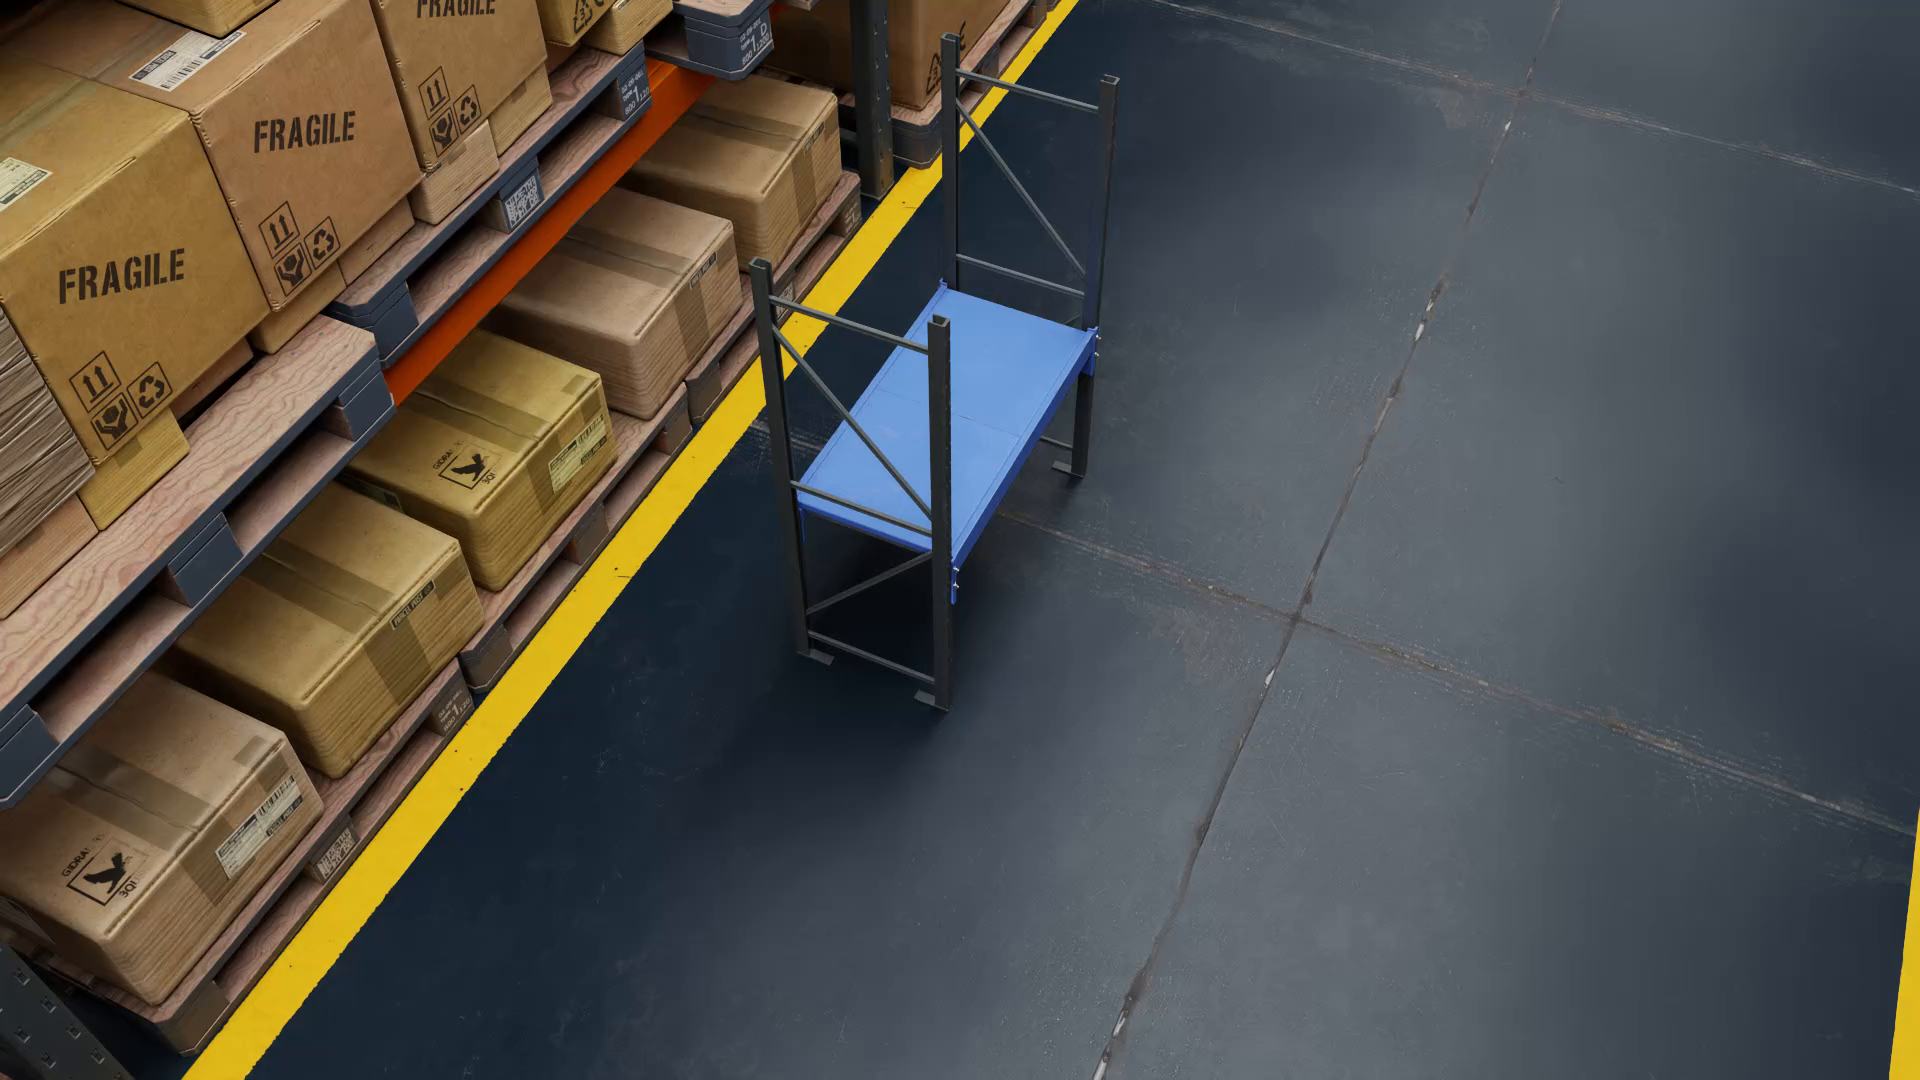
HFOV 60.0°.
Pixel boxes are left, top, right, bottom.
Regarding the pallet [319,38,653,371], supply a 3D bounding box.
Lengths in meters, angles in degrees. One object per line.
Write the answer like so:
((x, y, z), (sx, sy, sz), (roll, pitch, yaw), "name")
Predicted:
((-1.539, -1.025, 4.278), (1.003, 0.211, 1.213), (20, 52, 16), "pallet")

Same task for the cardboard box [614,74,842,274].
((-0.981, -1.362, 5.889), (0.950, 0.372, 0.625), (17, 52, 14), "cardboard box")

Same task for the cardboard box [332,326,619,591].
((-1.618, -0.331, 5.012), (0.950, 0.372, 0.625), (21, 53, 17), "cardboard box")

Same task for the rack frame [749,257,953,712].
((-0.254, -0.077, 4.331), (0.500, 1.500, 0.032), (20, 52, 16), "rack frame")

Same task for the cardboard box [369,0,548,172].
((-1.333, -1.242, 3.800), (0.500, 0.500, 0.500), (18, 52, 15), "cardboard box")

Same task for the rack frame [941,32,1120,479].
((0.181, -0.777, 4.927), (0.500, 1.500, 0.032), (20, 52, 16), "rack frame")

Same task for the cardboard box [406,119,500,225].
((-1.336, -0.930, 3.961), (0.380, 0.149, 0.250), (22, 53, 17), "cardboard box")

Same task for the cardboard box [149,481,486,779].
((-1.913, 0.148, 4.604), (0.950, 0.372, 0.625), (23, 53, 18), "cardboard box")

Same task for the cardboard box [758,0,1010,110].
((-0.360, -2.360, 6.408), (0.875, 0.875, 0.875), (19, 52, 16), "cardboard box")

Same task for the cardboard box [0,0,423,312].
((-1.543, -0.885, 3.496), (0.500, 0.500, 0.500), (20, 52, 16), "cardboard box")

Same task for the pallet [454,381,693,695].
((-1.588, -0.185, 5.269), (1.003, 0.211, 1.213), (20, 52, 16), "pallet")

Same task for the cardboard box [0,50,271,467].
((-1.766, -0.549, 3.211), (0.500, 0.500, 0.500), (20, 52, 16), "cardboard box")

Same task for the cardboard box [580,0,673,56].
((-0.994, -1.455, 4.408), (0.380, 0.149, 0.250), (21, 53, 17), "cardboard box")

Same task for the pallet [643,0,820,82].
((-0.939, -1.876, 5.003), (1.213, 0.211, 1.003), (20, 52, 16), "pallet")

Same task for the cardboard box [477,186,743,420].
((-1.289, -0.851, 5.455), (0.950, 0.372, 0.625), (19, 52, 15), "cardboard box")

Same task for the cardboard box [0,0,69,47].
((-2.013, -1.062, 3.647), (0.500, 0.500, 0.500), (21, 53, 17), "cardboard box")

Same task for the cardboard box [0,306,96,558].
((-1.980, -0.203, 2.917), (0.500, 0.500, 0.500), (21, 53, 17), "cardboard box")

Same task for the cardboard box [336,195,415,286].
((-1.496, -0.764, 3.820), (0.380, 0.149, 0.250), (20, 53, 16), "cardboard box")

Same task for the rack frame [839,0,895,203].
((-0.730, -2.463, 5.377), (1.000, 3.000, 0.127), (20, 52, 16), "rack frame")

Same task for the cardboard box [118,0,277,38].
((-1.548, -1.175, 3.317), (0.380, 0.149, 0.250), (23, 53, 18), "cardboard box")

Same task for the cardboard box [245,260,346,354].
((-1.603, -0.594, 3.675), (0.380, 0.149, 0.250), (21, 53, 17), "cardboard box")

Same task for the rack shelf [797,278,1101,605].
((-0.036, -0.311, 4.766), (0.538, 0.185, 1.000), (20, 52, 16), "rack shelf")

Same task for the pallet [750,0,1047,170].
((-0.326, -2.078, 6.880), (1.003, 0.211, 1.213), (20, 52, 16), "pallet")

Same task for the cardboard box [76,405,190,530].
((-1.803, -0.211, 3.349), (0.380, 0.149, 0.250), (21, 53, 17), "cardboard box")

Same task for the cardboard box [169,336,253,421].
((-1.751, -0.431, 3.536), (0.380, 0.149, 0.250), (23, 53, 18), "cardboard box")

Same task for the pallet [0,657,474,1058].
((-2.108, 0.658, 4.552), (1.003, 0.211, 1.213), (20, 52, 16), "pallet")

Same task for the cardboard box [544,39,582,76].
((-1.215, -1.323, 4.295), (0.380, 0.149, 0.250), (20, 53, 16), "cardboard box")

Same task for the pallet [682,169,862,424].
((-1.066, -1.022, 5.981), (1.003, 0.211, 1.213), (20, 52, 16), "pallet")

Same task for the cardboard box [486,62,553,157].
((-1.248, -1.123, 4.125), (0.380, 0.149, 0.250), (18, 52, 15), "cardboard box")

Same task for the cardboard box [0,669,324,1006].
((-2.218, 0.644, 4.182), (0.950, 0.372, 0.625), (20, 53, 17), "cardboard box")

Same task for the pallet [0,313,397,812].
((-1.981, -0.126, 3.514), (1.003, 0.211, 1.213), (20, 52, 16), "pallet")

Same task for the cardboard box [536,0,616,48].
((-1.099, -1.617, 4.120), (0.500, 0.500, 0.500), (17, 52, 14), "cardboard box")

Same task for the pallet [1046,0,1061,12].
((0.197, -2.915, 7.592), (1.003, 0.211, 1.213), (20, 52, 16), "pallet")

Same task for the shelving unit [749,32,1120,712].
((-0.036, -0.427, 4.629), (0.538, 1.500, 1.048), (20, 52, 16), "shelving unit")

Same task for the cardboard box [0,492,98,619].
((-1.918, -0.042, 3.205), (0.380, 0.149, 0.250), (21, 53, 17), "cardboard box")
